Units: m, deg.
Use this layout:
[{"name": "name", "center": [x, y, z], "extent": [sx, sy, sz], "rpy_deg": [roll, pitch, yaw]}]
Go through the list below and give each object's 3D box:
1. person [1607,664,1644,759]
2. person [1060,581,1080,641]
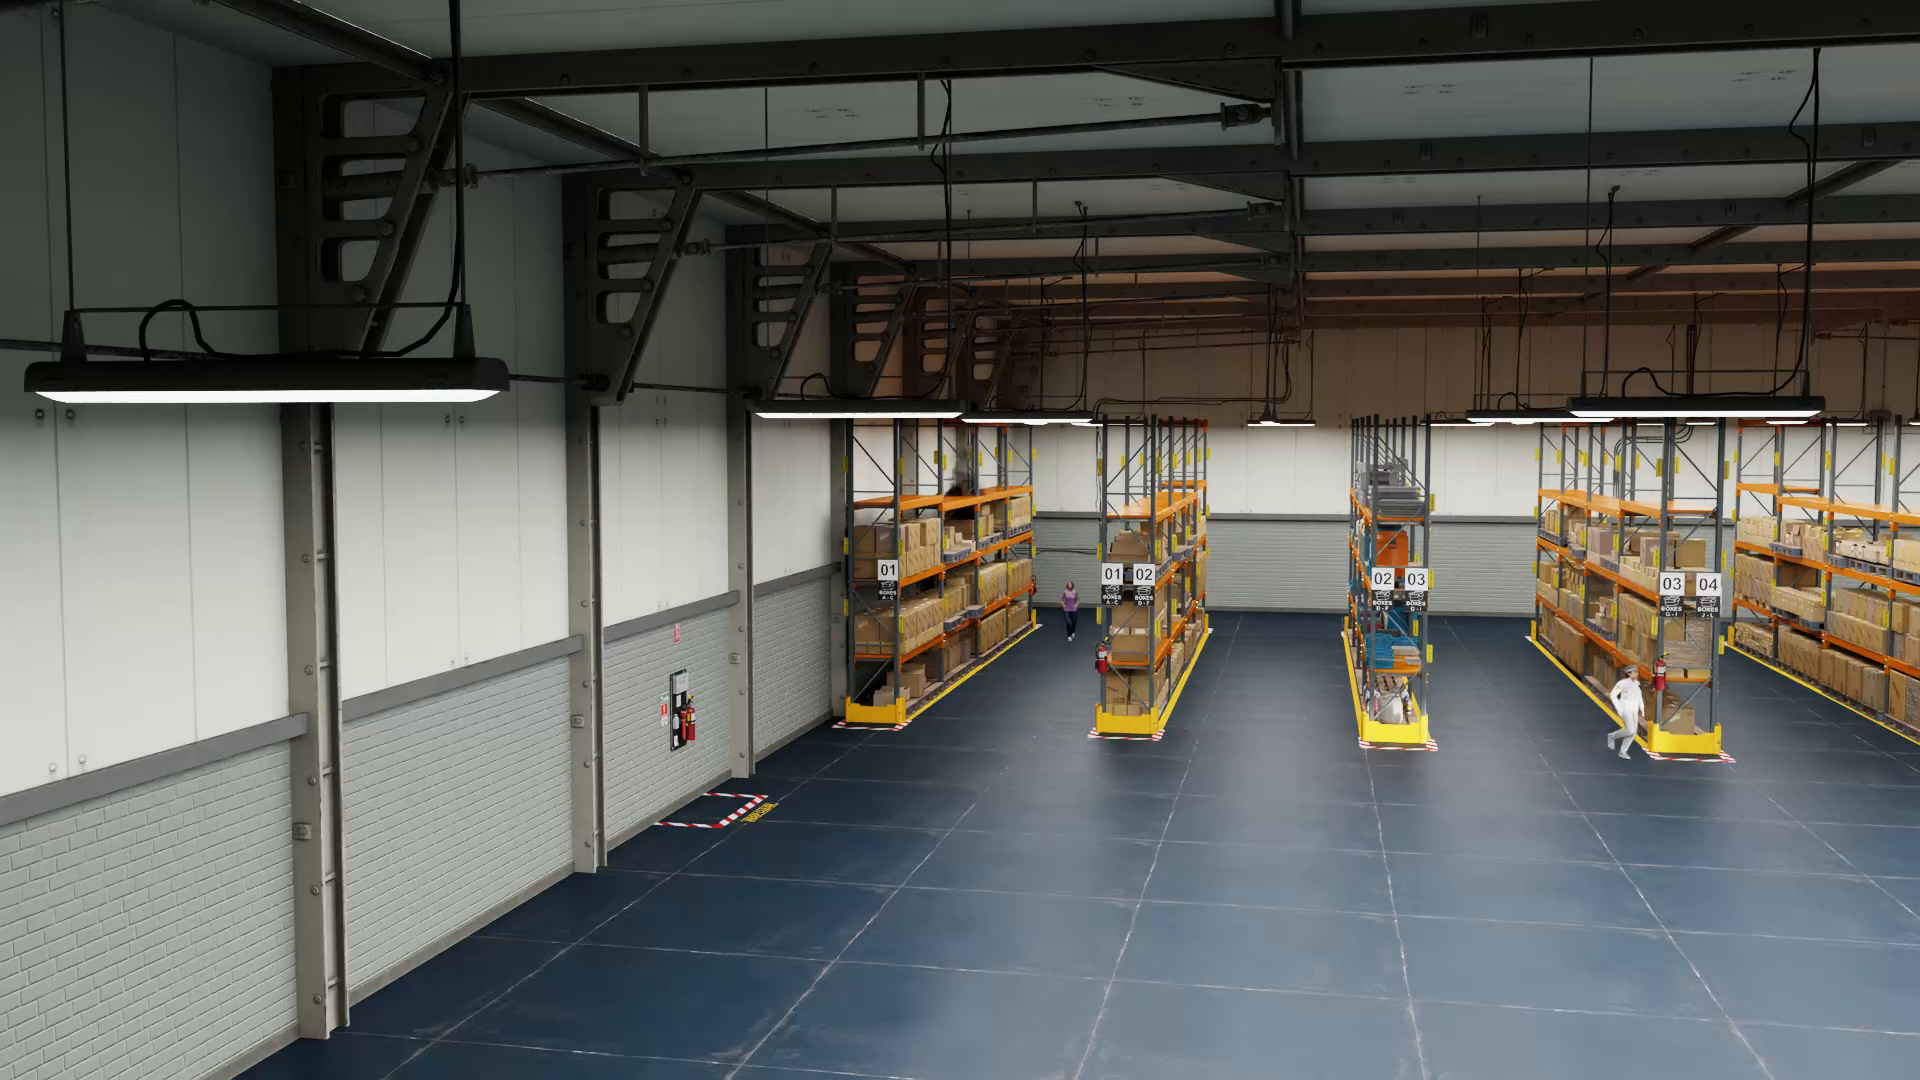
[{"name": "person", "center": [11.701, 2.974, 29.074], "extent": [0.650, 1.620, 0.516], "rpy_deg": [-2, 4, -23]}, {"name": "person", "center": [2.825, 1.821, 42.723], "extent": [0.533, 1.534, 0.519], "rpy_deg": [0, 4, 1]}]
